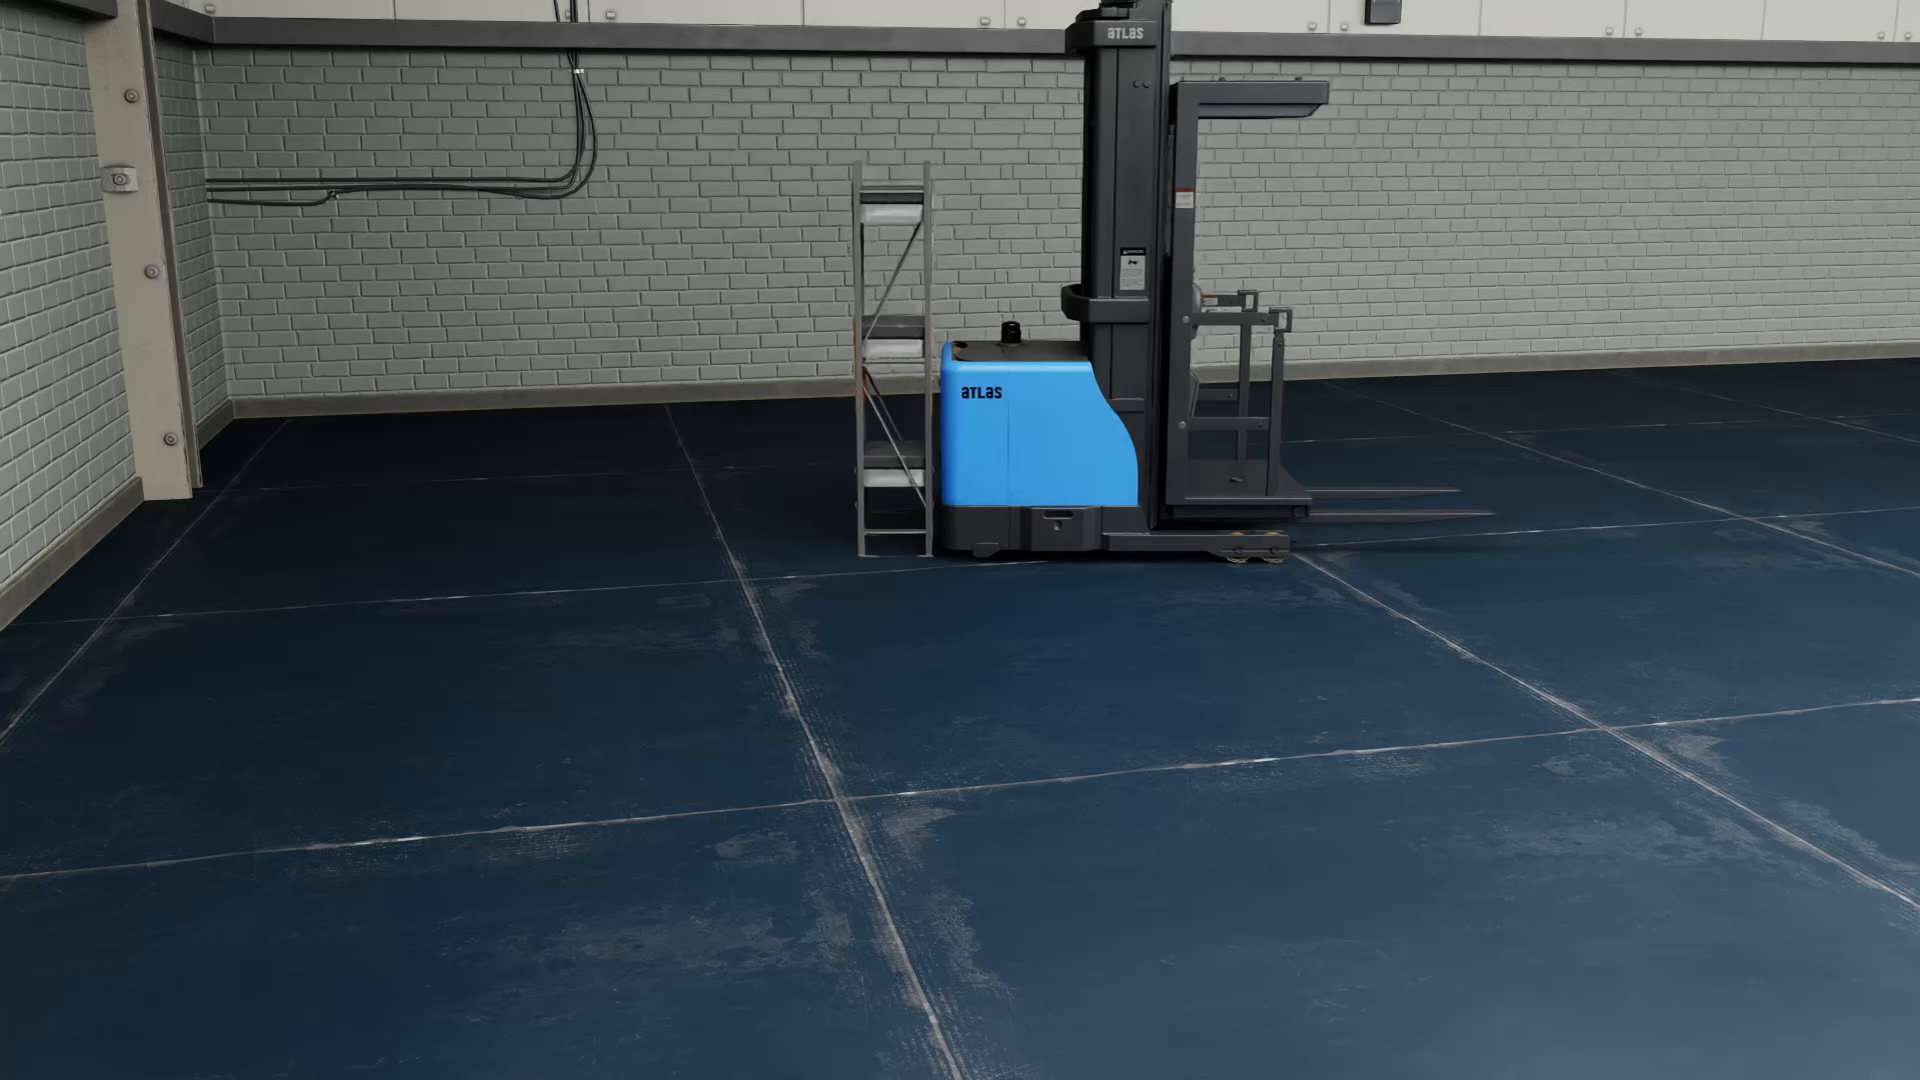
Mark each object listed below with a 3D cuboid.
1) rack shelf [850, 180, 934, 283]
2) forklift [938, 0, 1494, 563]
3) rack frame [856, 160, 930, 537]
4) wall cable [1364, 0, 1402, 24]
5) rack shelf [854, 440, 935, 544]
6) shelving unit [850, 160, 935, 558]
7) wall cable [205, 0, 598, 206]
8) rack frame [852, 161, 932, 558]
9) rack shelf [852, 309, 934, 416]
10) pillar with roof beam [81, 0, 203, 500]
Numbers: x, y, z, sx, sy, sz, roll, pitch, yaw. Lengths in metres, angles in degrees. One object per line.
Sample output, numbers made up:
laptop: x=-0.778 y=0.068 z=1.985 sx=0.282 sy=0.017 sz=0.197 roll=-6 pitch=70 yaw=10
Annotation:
rack shelf: x=-0.357 y=-1.650 z=8.865 sx=0.431 sy=0.518 sz=0.480 roll=0 pitch=14 yaw=-1
forklift: x=1.397 y=-1.425 z=9.085 sx=3.031 sy=2.935 sz=1.130 roll=0 pitch=14 yaw=0
rack frame: x=-0.361 y=-1.041 z=9.265 sx=0.400 sy=2.100 sz=0.015 roll=0 pitch=14 yaw=-1
wall cable: x=4.769 y=-7.603 z=14.422 sx=2.305 sy=6.003 sz=0.169 roll=-3 pitch=14 yaw=-13
rack shelf: x=-0.357 y=-0.290 z=9.197 sx=0.431 sy=0.518 sz=0.480 roll=0 pitch=14 yaw=-1
shelving unit: x=-0.357 y=-0.983 z=9.028 sx=0.431 sy=2.100 sz=0.503 roll=0 pitch=14 yaw=-1
wall cable: x=-4.463 y=-3.917 z=13.043 sx=3.097 sy=2.526 sz=0.112 roll=-3 pitch=14 yaw=-13
rack frame: x=-0.352 y=-0.925 z=8.791 sx=0.400 sy=2.100 sz=0.015 roll=0 pitch=14 yaw=-1
rack shelf: x=-0.357 y=-0.970 z=9.031 sx=0.431 sy=0.518 sz=0.480 roll=0 pitch=14 yaw=-1
pillar with roof beam: x=-0.872 y=-4.912 z=10.573 sx=9.100 sy=9.000 sz=0.400 roll=-3 pitch=14 yaw=-13
